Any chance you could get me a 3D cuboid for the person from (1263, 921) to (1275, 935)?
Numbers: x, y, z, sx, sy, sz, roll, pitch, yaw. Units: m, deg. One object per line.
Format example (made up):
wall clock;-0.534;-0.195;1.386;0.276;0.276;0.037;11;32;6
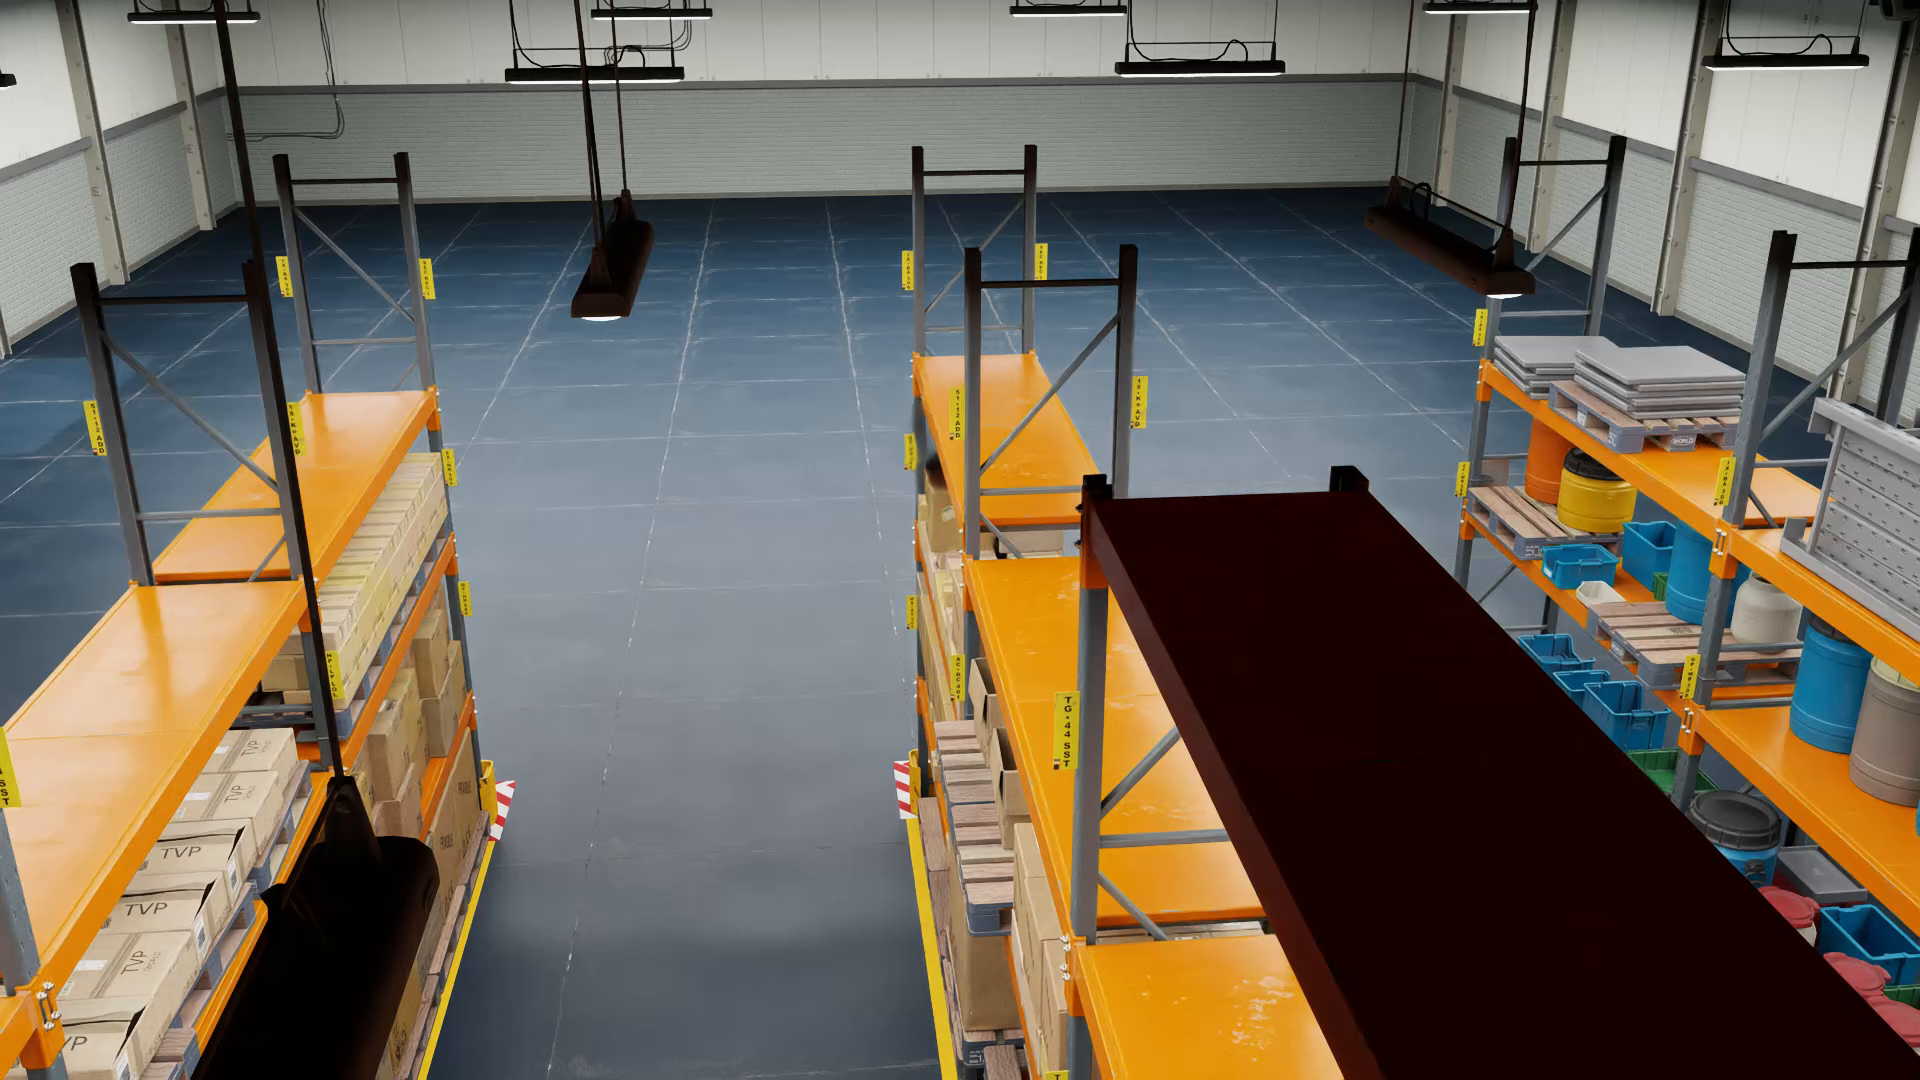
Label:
person;2.573;2.574;13.027;0.670;1.501;1.130;7;23;16
